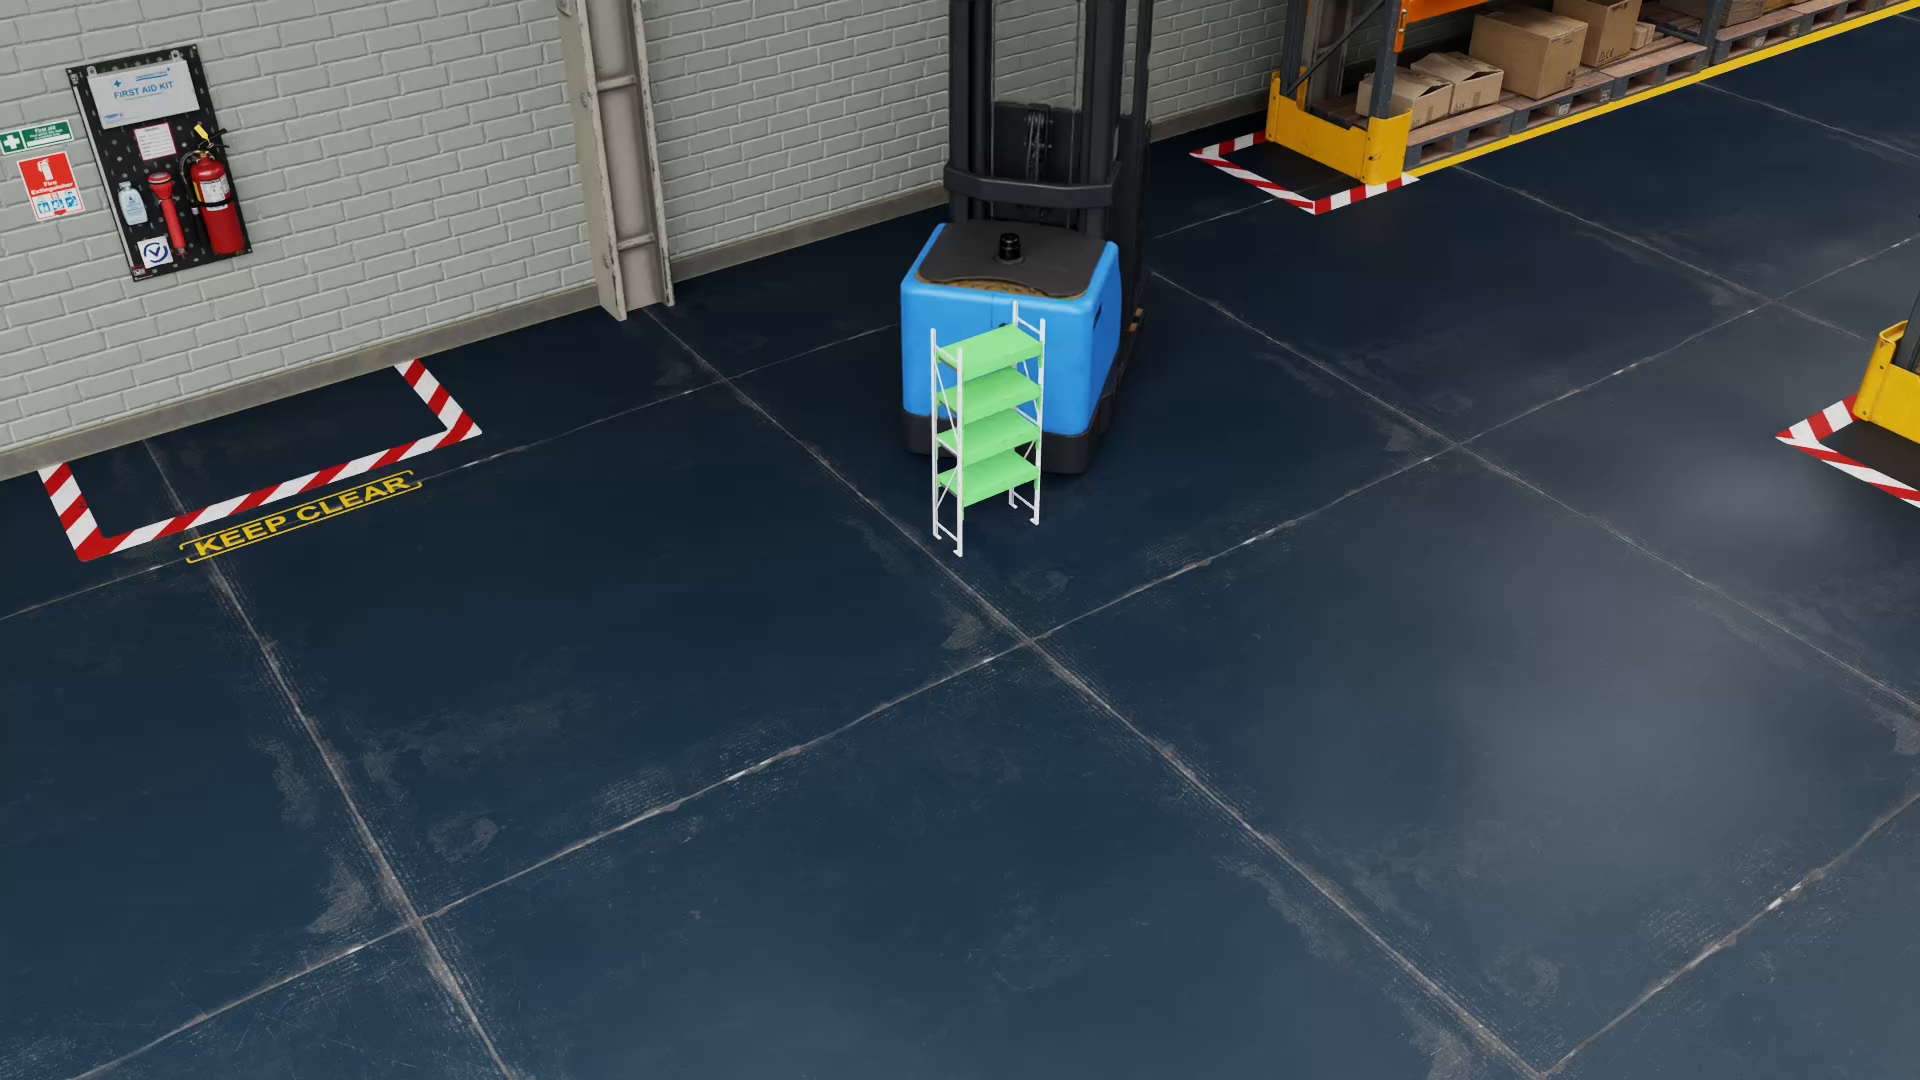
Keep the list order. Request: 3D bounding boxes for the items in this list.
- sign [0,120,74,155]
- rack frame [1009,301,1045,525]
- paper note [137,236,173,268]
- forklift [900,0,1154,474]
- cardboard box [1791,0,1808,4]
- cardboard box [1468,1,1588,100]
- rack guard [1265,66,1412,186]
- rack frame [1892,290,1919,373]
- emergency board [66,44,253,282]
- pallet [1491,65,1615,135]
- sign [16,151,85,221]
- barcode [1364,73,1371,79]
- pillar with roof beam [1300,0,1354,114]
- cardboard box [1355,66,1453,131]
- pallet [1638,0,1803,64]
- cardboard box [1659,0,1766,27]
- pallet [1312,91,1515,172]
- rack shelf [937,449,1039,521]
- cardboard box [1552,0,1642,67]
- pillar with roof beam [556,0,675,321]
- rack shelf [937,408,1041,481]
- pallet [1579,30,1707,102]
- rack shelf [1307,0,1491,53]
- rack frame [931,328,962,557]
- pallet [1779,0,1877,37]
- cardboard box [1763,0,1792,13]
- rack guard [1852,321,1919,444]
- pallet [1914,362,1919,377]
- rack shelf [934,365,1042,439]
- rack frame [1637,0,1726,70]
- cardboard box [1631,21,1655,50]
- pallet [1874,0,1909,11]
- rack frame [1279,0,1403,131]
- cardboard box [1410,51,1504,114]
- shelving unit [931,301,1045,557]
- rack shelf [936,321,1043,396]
[{"bbox_3d":[-4.619,-2.014,8.310,0.331,0.109,0.001,-22,41,-28],"label":"sign"},{"bbox_3d":[0.335,-0.625,8.405,0.015,1.200,0.240,-22,41,-28],"label":"rack frame"},{"bbox_3d":[-4.301,-1.540,8.890,0.142,0.148,0.016,-22,41,-28],"label":"paper note"},{"bbox_3d":[0.540,-2.403,9.395,1.130,2.935,3.031,9,37,12],"label":"forklift"},{"bbox_3d":[7.452,-5.222,15.019,0.500,0.500,0.700,-22,41,-27],"label":"cardboard box"},{"bbox_3d":[4.468,-3.875,13.146,0.500,0.500,0.700,-25,43,-31],"label":"cardboard box"},{"bbox_3d":[2.818,-3.118,12.470,0.348,0.500,1.175,-22,41,-28],"label":"rack guard"},{"bbox_3d":[5.613,-1.744,8.419,0.127,3.000,1.000,-22,41,-28],"label":"rack frame"},{"bbox_3d":[-4.116,-1.924,8.669,0.643,1.169,0.194,-22,41,-28],"label":"emergency board"},{"bbox_3d":[4.499,-3.665,13.478,1.213,0.211,1.003,-22,41,-28],"label":"pallet"},{"bbox_3d":[-4.628,-1.802,8.469,0.234,0.329,0.001,-22,41,-28],"label":"sign"},{"bbox_3d":[3.158,-3.584,12.896,0.075,0.075,0.001,-22,41,-28],"label":"barcode"},{"bbox_3d":[5.310,-5.136,7.997,0.400,9.000,9.100,-22,41,-28],"label":"pillar with roof beam"},{"bbox_3d":[3.373,-3.384,12.625,0.500,0.311,0.500,-28,44,-33],"label":"cardboard box"},{"bbox_3d":[6.661,-4.583,14.754,1.213,0.211,1.003,-22,41,-28],"label":"pallet"},{"bbox_3d":[6.618,-4.871,14.532,0.500,0.500,0.700,-21,41,-26],"label":"cardboard box"},{"bbox_3d":[3.503,-3.257,12.911,1.213,0.211,1.003,-22,41,-28],"label":"pallet"},{"bbox_3d":[0.135,-0.296,8.468,0.480,0.148,0.258,-22,41,-28],"label":"rack shelf"},{"bbox_3d":[5.200,-4.248,13.665,0.500,0.500,0.500,-26,43,-31],"label":"cardboard box"},{"bbox_3d":[0.406,-3.118,5.191,0.400,9.000,9.100,-22,41,-28],"label":"pillar with roof beam"},{"bbox_3d":[0.135,-0.491,8.328,0.480,0.148,0.258,-22,41,-28],"label":"rack shelf"},{"bbox_3d":[5.497,-4.077,14.052,1.213,0.211,1.003,-22,41,-28],"label":"pallet"},{"bbox_3d":[4.391,-4.487,12.850,4.000,0.370,1.077,-22,41,-28],"label":"rack shelf"},{"bbox_3d":[-0.064,-0.461,8.176,0.015,1.200,0.240,-22,41,-28],"label":"rack frame"},{"bbox_3d":[7.659,-4.995,15.328,1.213,0.211,1.003,-22,41,-28],"label":"pallet"},{"bbox_3d":[7.011,-5.069,14.807,0.500,0.500,0.700,-23,42,-29],"label":"cardboard box"},{"bbox_3d":[5.593,-0.721,9.138,0.348,0.500,1.175,-22,41,-28],"label":"rack guard"},{"bbox_3d":[6.214,-0.889,9.619,1.213,0.211,1.003,-22,41,-28],"label":"pallet"},{"bbox_3d":[0.135,-0.686,8.188,0.480,0.148,0.258,-22,41,-28],"label":"rack shelf"},{"bbox_3d":[6.026,-5.452,13.575,0.127,3.000,1.000,-22,41,-28],"label":"rack frame"},{"bbox_3d":[5.606,-4.286,14.004,0.250,0.166,0.380,-28,44,-33],"label":"cardboard box"},{"bbox_3d":[8.656,-5.403,15.896,1.213,0.211,1.003,-22,41,-28],"label":"pallet"},{"bbox_3d":[2.756,-4.107,11.704,0.127,3.000,1.000,-22,41,-28],"label":"rack frame"},{"bbox_3d":[3.839,-3.575,12.892,0.500,0.311,0.500,-19,40,-24],"label":"cardboard box"},{"bbox_3d":[0.135,-0.543,8.290,0.503,1.200,0.258,-22,41,-28],"label":"shelving unit"},{"bbox_3d":[0.135,-0.881,8.047,0.480,0.148,0.258,-22,41,-28],"label":"rack shelf"}]
